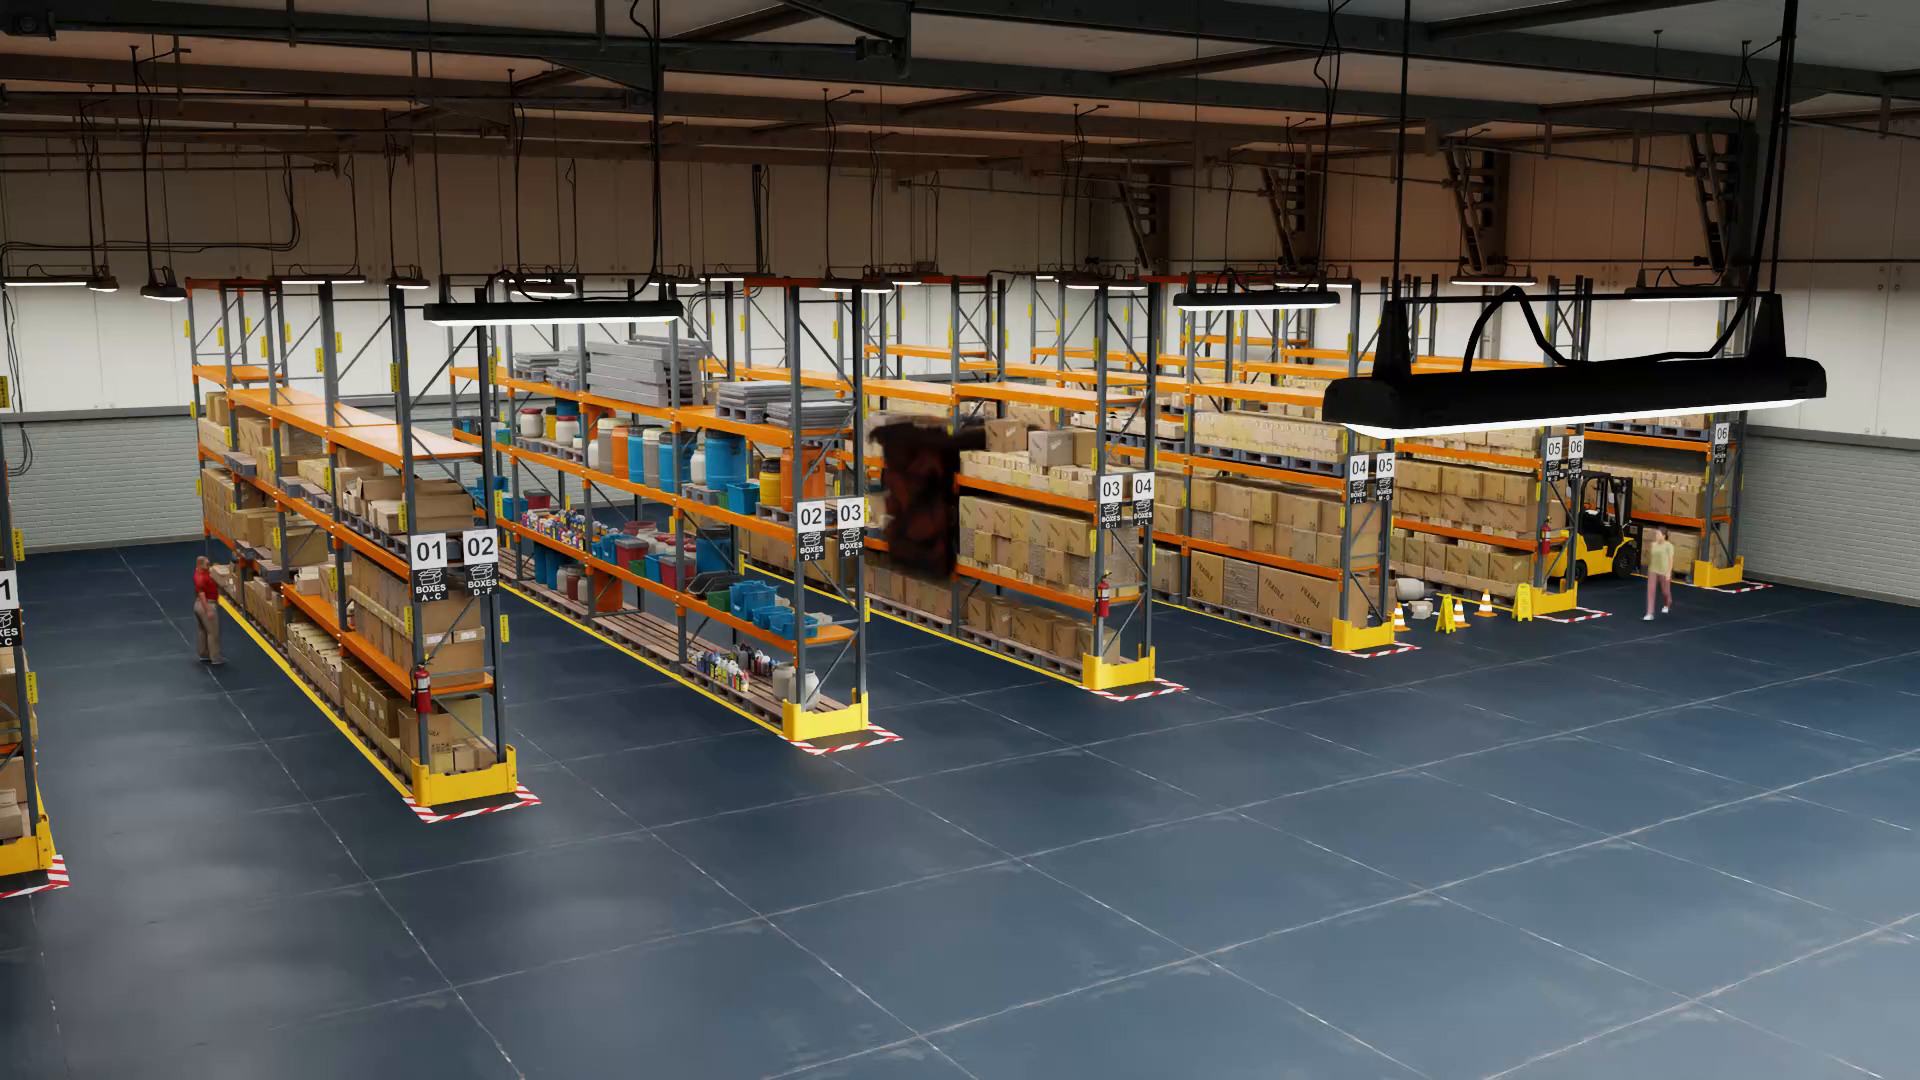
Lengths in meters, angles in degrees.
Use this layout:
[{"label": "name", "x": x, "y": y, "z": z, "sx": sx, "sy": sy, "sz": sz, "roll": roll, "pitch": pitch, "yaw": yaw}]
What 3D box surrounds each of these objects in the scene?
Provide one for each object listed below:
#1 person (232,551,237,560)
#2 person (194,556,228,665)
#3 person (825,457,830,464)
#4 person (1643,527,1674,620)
[{"label": "person", "x": -15.042, "y": -0.420, "z": 35.074, "sx": 0.961, "sy": 1.722, "sz": 0.561, "roll": 5, "pitch": 11, "yaw": 28}, {"label": "person", "x": -11.876, "y": 1.096, "z": 26.289, "sx": 0.422, "sy": 1.724, "sz": 0.624, "roll": -7, "pitch": 12, "yaw": -38}, {"label": "person", "x": -3.392, "y": -1.346, "z": 41.031, "sx": 0.483, "sy": 1.663, "sz": 0.459, "roll": 6, "pitch": 11, "yaw": 33}, {"label": "person", "x": 12.472, "y": 0.577, "z": 29.608, "sx": 0.423, "sy": 1.644, "sz": 0.947, "roll": 6, "pitch": 11, "yaw": 33}]
